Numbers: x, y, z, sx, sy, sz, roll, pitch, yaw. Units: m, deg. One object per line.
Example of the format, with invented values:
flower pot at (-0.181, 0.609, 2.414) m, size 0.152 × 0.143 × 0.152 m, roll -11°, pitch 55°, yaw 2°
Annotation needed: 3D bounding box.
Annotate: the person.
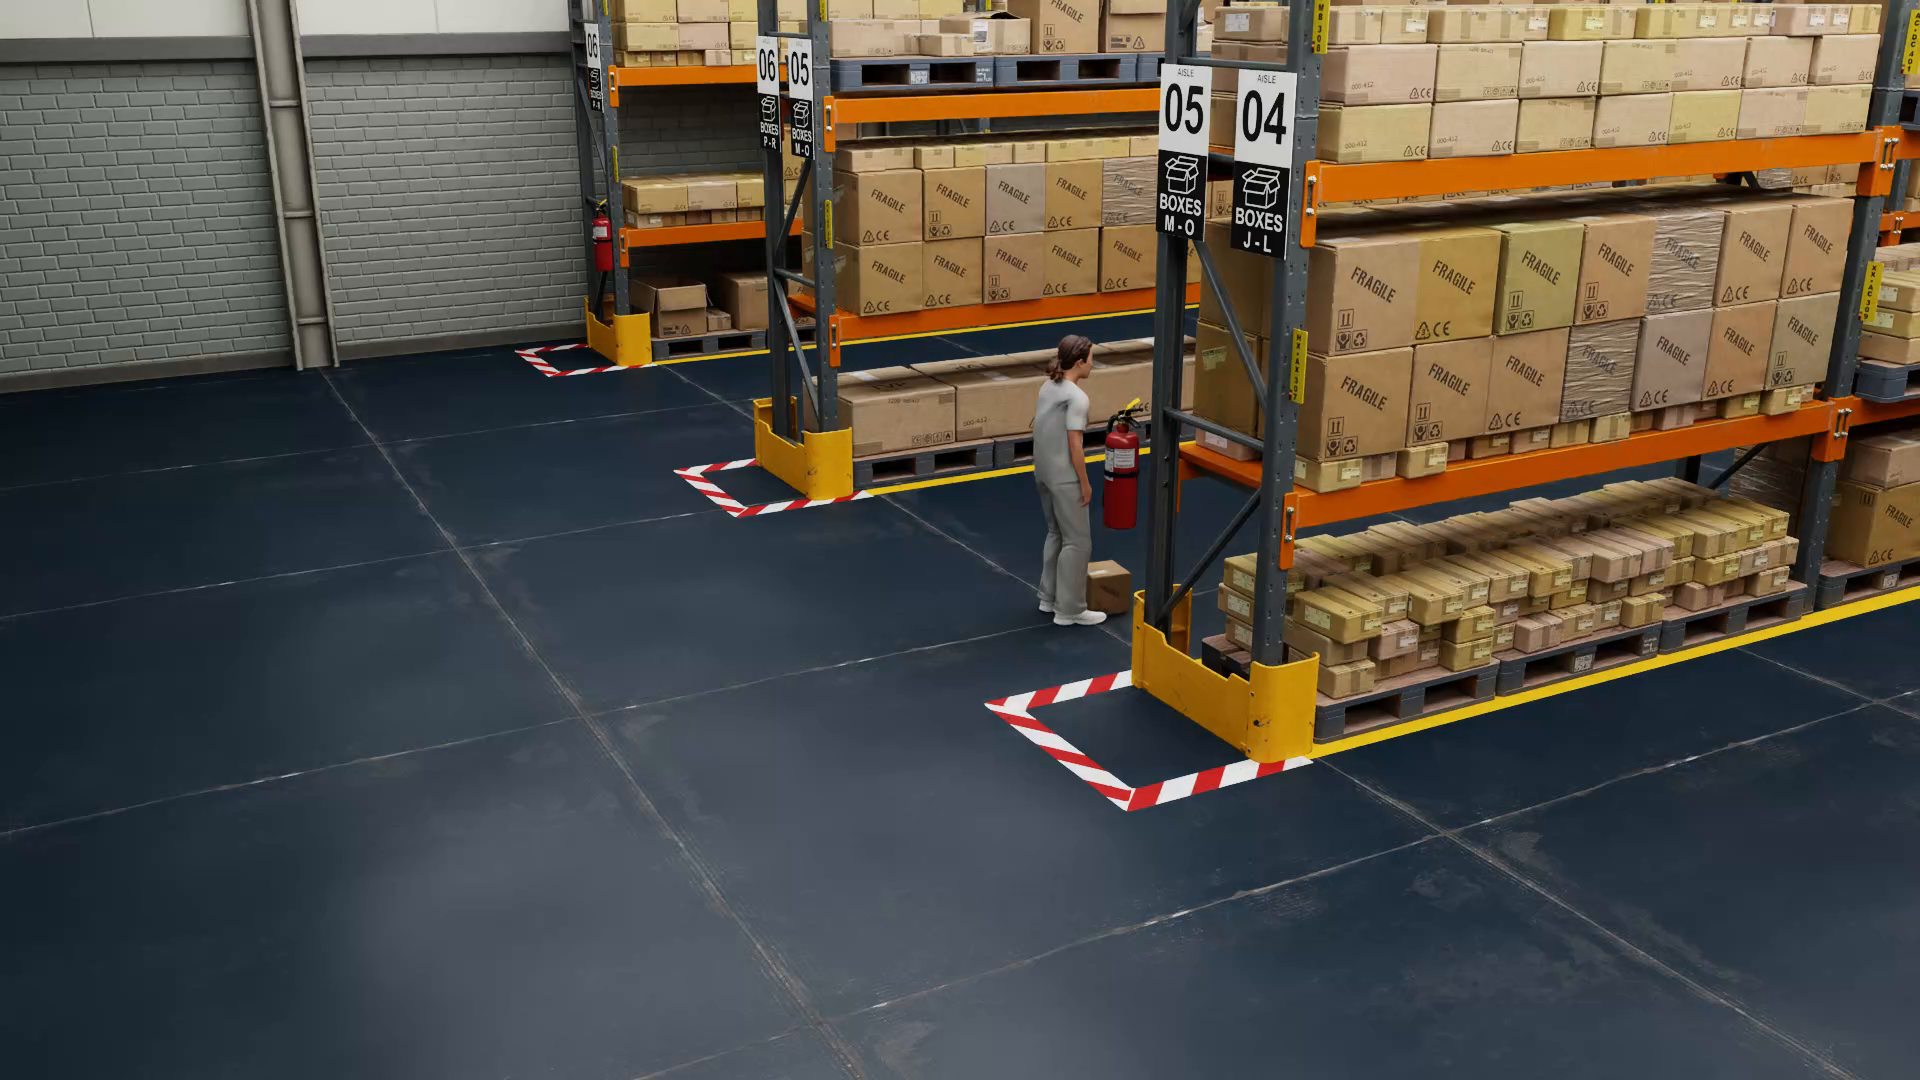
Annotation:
person at (0.621, -0.355, 9.622) m, size 0.371 × 1.671 × 0.502 m, roll -8°, pitch 20°, yaw -21°
